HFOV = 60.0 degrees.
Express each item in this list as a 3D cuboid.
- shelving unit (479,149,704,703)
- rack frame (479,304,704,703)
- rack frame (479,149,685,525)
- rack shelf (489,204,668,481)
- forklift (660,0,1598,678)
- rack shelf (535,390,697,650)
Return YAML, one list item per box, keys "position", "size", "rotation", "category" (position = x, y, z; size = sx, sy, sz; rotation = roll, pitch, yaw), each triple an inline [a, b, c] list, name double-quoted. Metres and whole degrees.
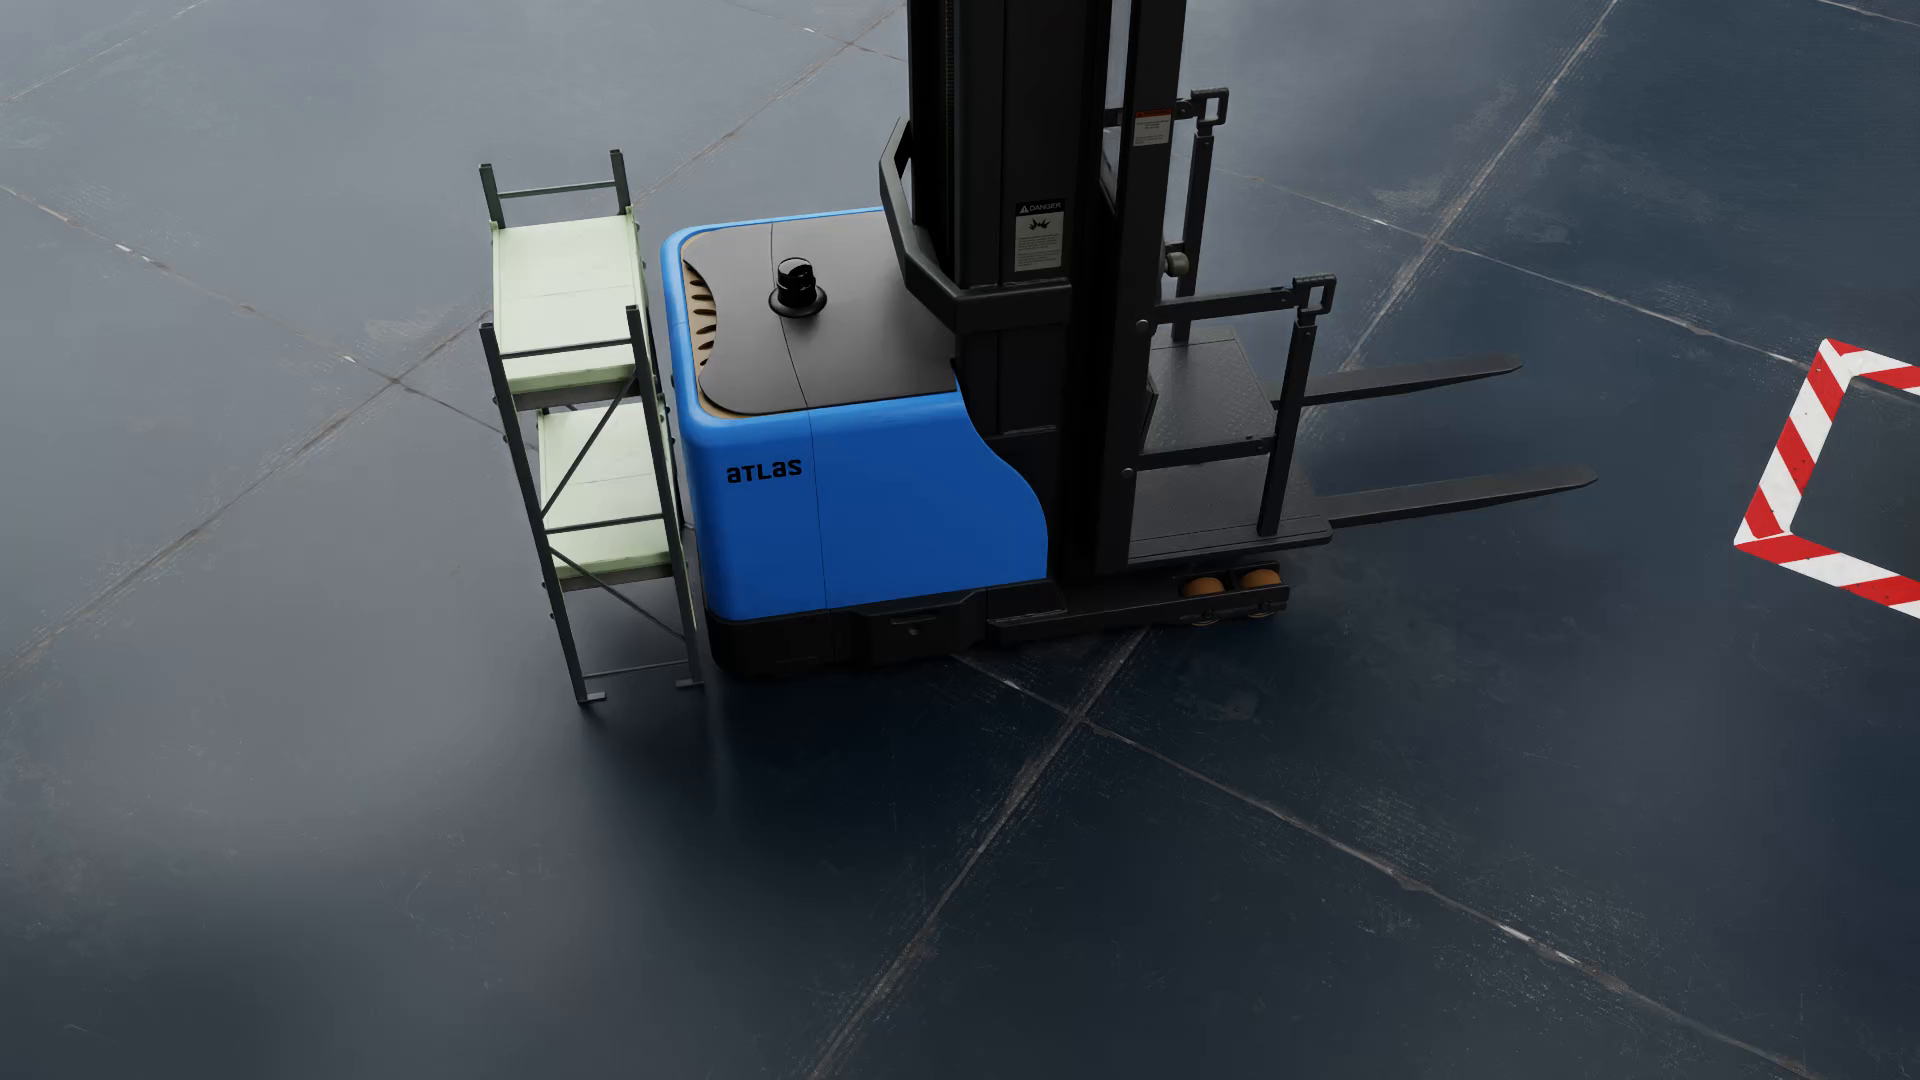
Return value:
- position: [-1.087, -0.301, 4.997]
  size: [0.431, 1.500, 0.755]
  rotation: [-8, 46, -8]
  category: "shelving unit"
- position: [-1.014, -0.044, 4.747]
  size: [0.400, 1.500, 0.023]
  rotation: [-8, 46, -8]
  category: "rack frame"
- position: [-1.159, -0.558, 5.247]
  size: [0.400, 1.500, 0.023]
  rotation: [-8, 46, -8]
  category: "rack frame"
- position: [-1.087, -0.573, 4.717]
  size: [0.431, 0.370, 0.720]
  rotation: [-8, 46, -8]
  category: "rack shelf"
- position: [0.619, -1.106, 4.781]
  size: [3.031, 2.935, 1.130]
  rotation: [-8, 46, -8]
  category: "forklift"
- position: [-1.087, -0.074, 5.230]
  size: [0.431, 0.370, 0.720]
  rotation: [-8, 46, -8]
  category: "rack shelf"
